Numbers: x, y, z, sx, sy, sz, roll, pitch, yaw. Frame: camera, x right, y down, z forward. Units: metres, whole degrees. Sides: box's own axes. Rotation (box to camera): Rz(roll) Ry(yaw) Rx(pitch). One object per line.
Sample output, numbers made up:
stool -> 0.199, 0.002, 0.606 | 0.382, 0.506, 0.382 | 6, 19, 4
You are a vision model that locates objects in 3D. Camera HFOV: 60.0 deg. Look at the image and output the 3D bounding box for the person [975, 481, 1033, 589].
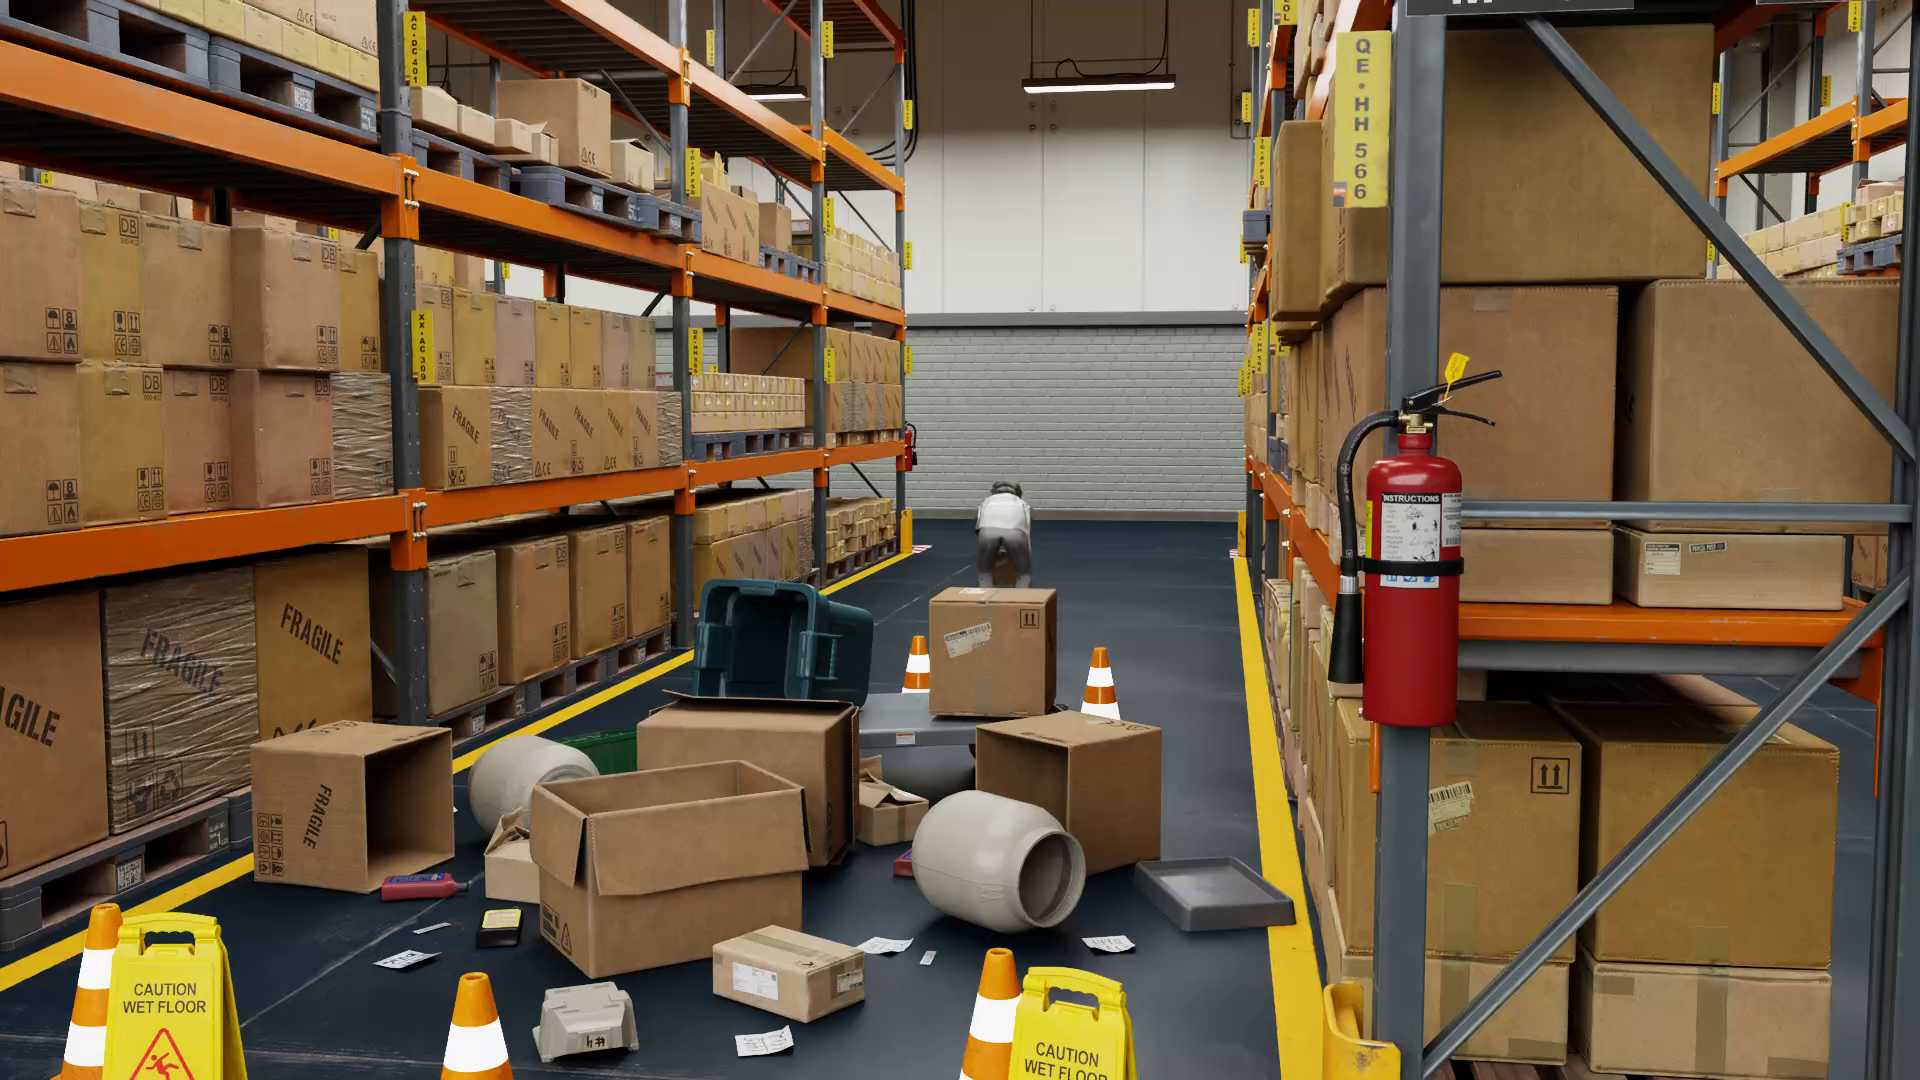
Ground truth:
person -> 0.344, 0.120, 12.776 | 0.439, 1.128, 0.916 | 0, 5, 6
